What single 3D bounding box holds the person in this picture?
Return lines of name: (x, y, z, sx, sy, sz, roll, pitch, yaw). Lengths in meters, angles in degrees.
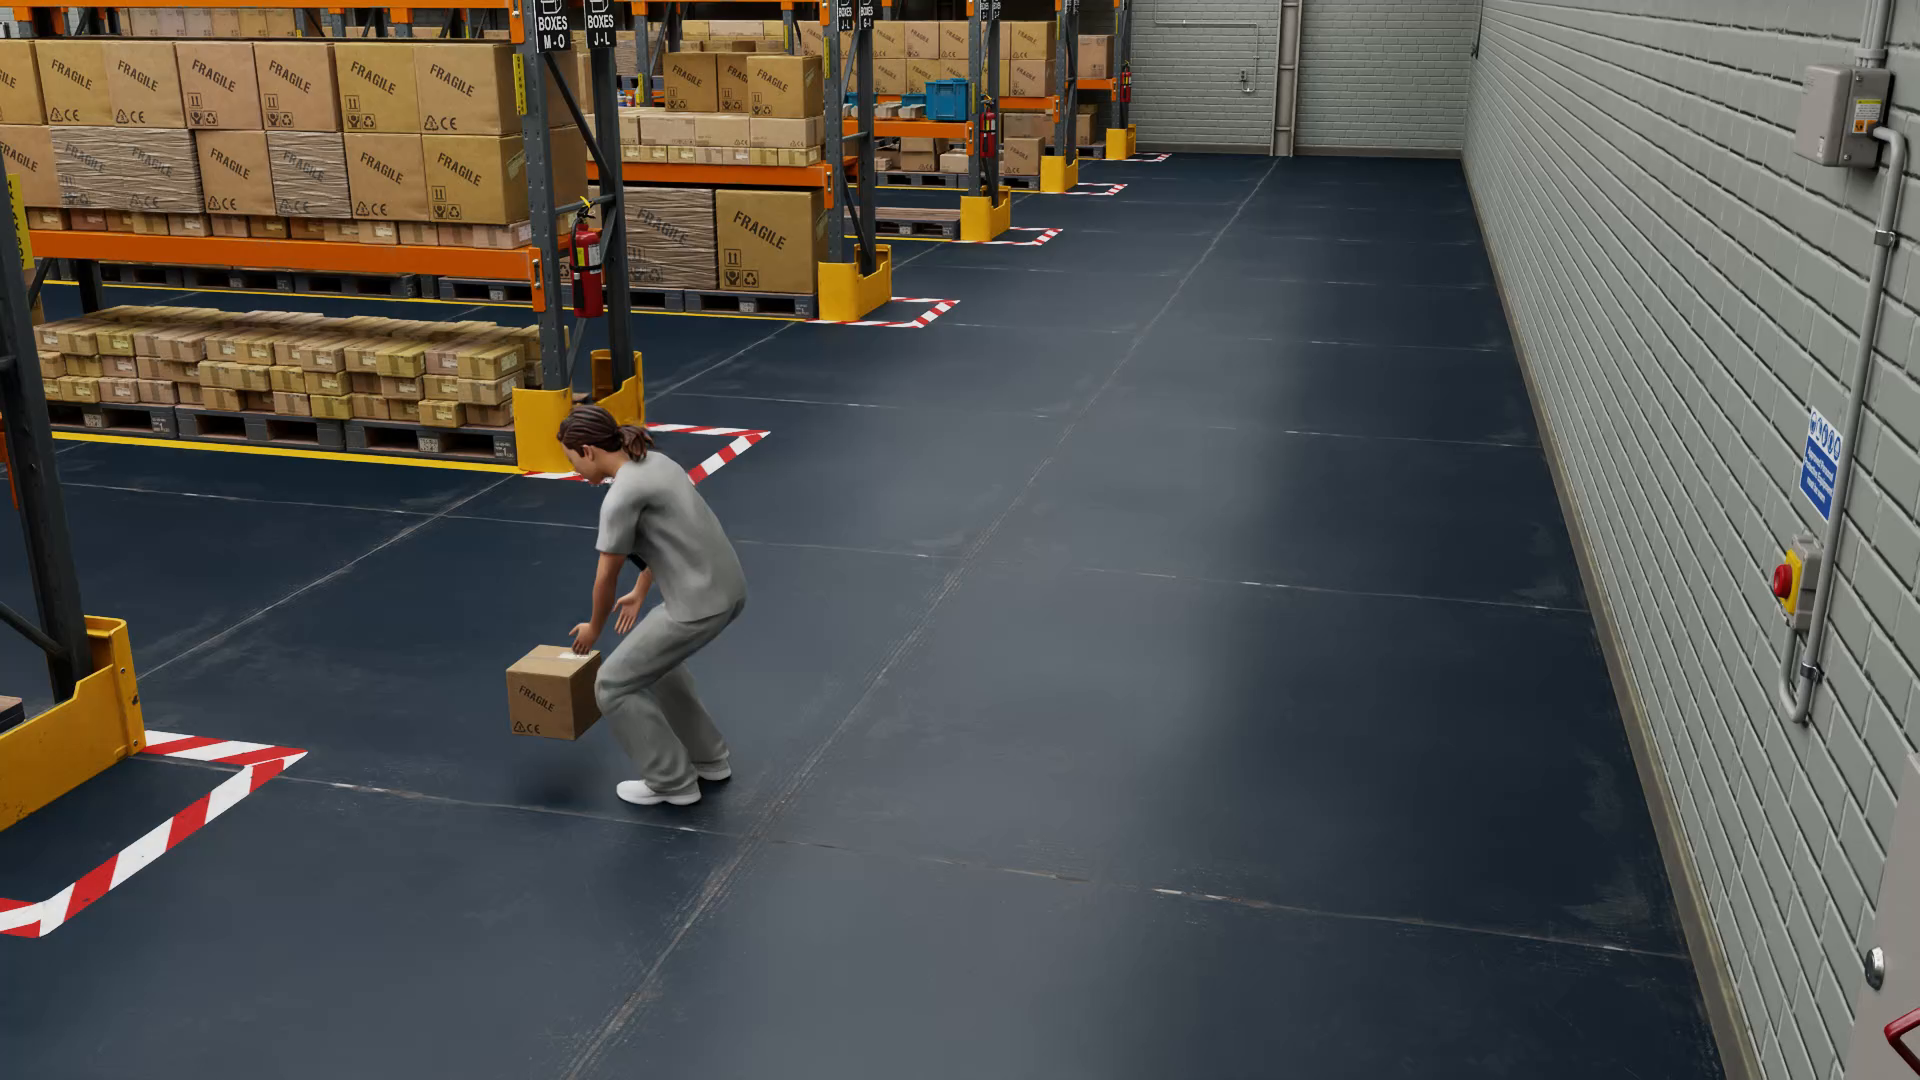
person: (-1.064, 0.232, 5.780, 0.615, 1.418, 0.490, 5, 19, 14)
